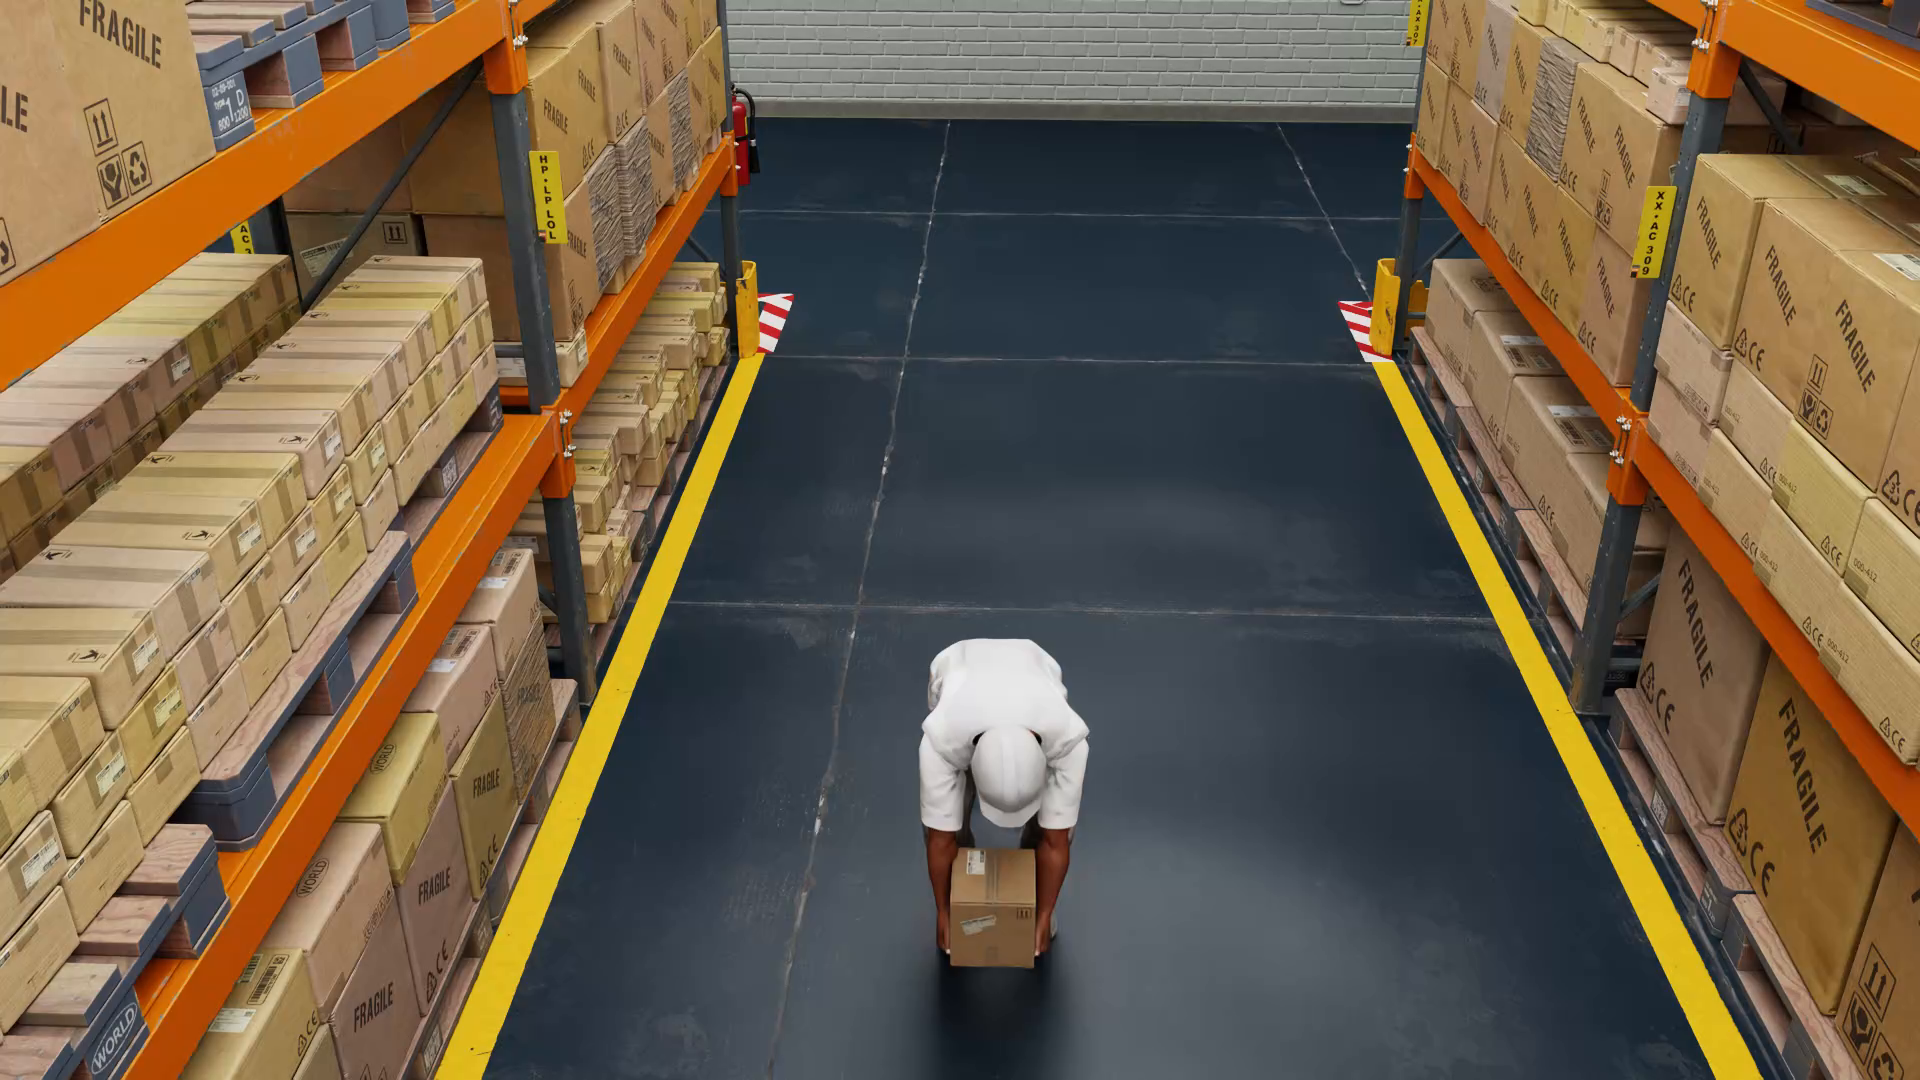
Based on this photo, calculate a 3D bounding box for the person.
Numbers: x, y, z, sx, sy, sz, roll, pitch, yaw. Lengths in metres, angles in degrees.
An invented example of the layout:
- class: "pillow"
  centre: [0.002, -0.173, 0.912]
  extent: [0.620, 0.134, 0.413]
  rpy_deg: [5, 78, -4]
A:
- class: "person"
  centre: [0.129, 0.853, 5.165]
  extent: [0.505, 1.123, 0.962]
  rpy_deg: [0, 28, -1]
